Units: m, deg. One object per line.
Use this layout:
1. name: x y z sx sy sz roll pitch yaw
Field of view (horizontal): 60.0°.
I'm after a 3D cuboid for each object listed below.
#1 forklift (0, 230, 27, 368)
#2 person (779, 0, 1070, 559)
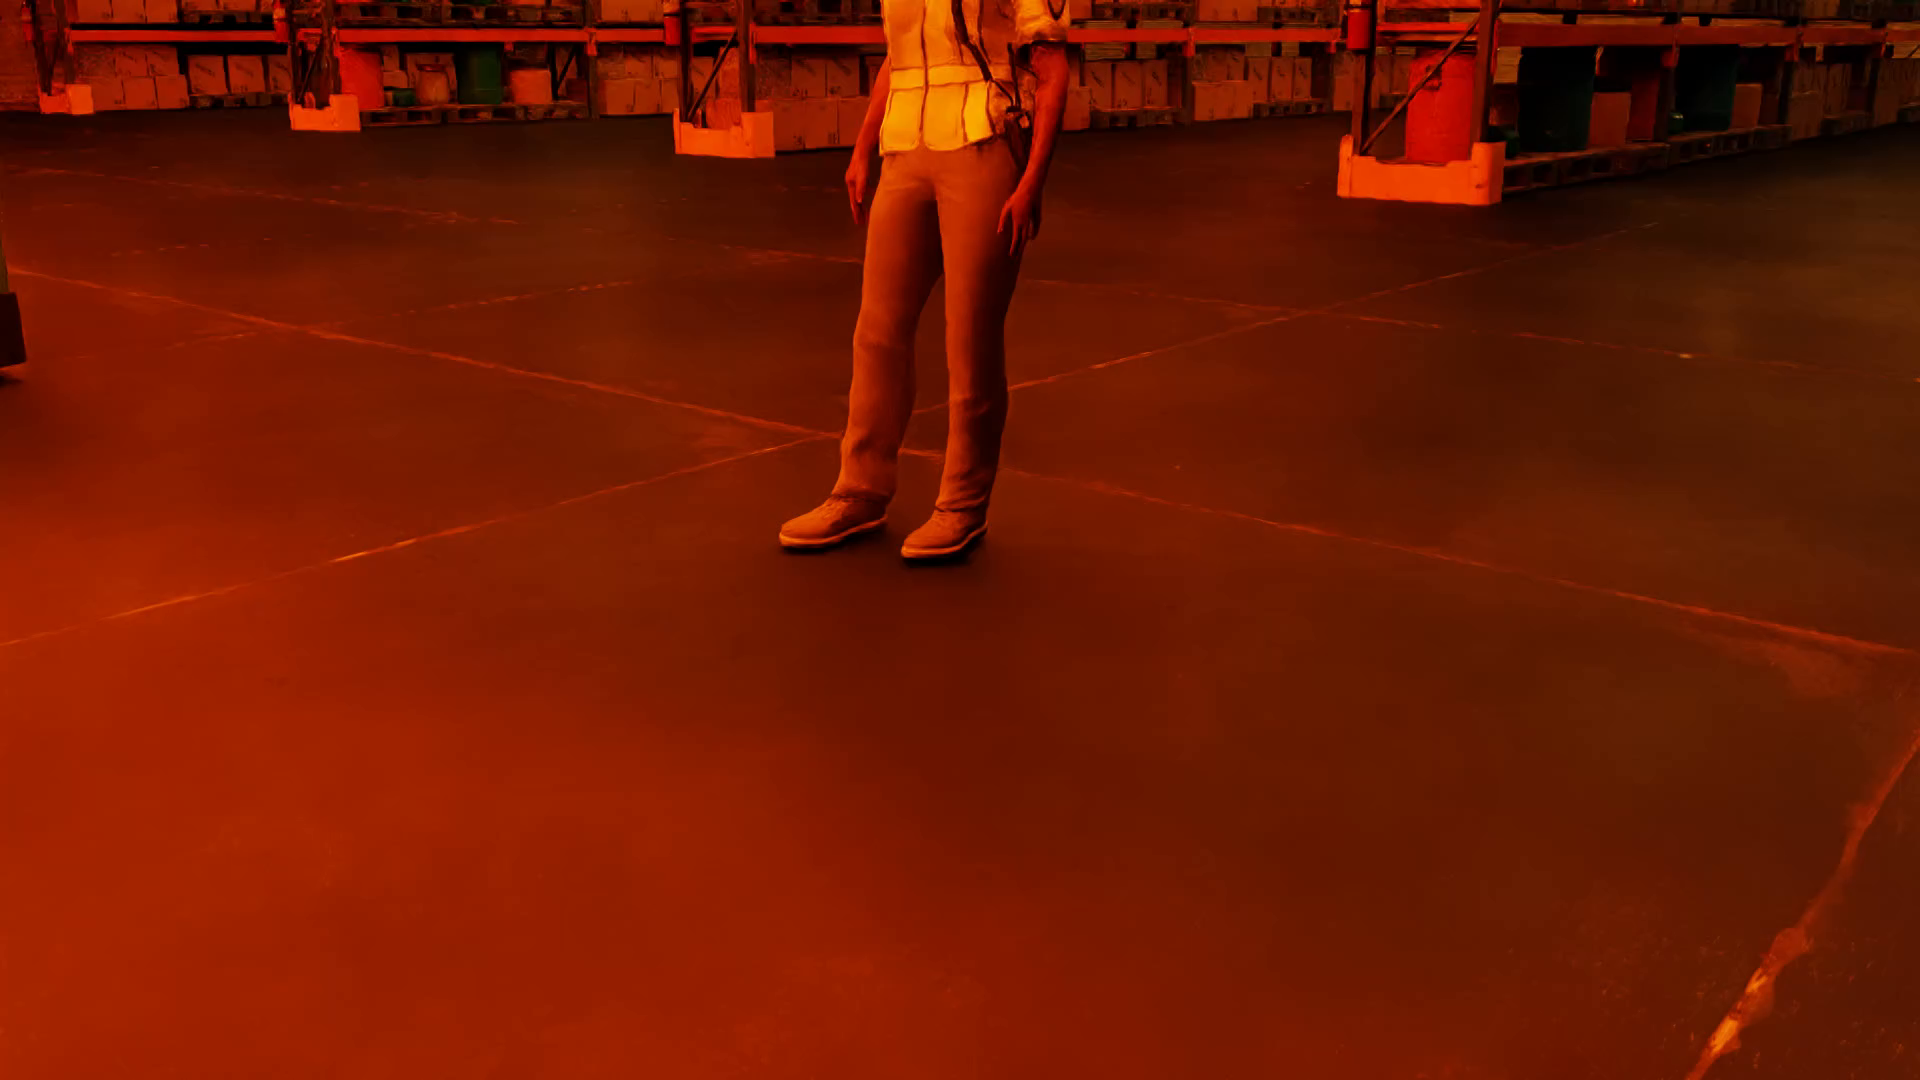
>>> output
1. forklift: -4.772 -1.989 5.449 3.031 2.935 1.130 7 18 22
2. person: -0.063 -0.804 3.650 0.570 1.693 0.529 13 21 37
